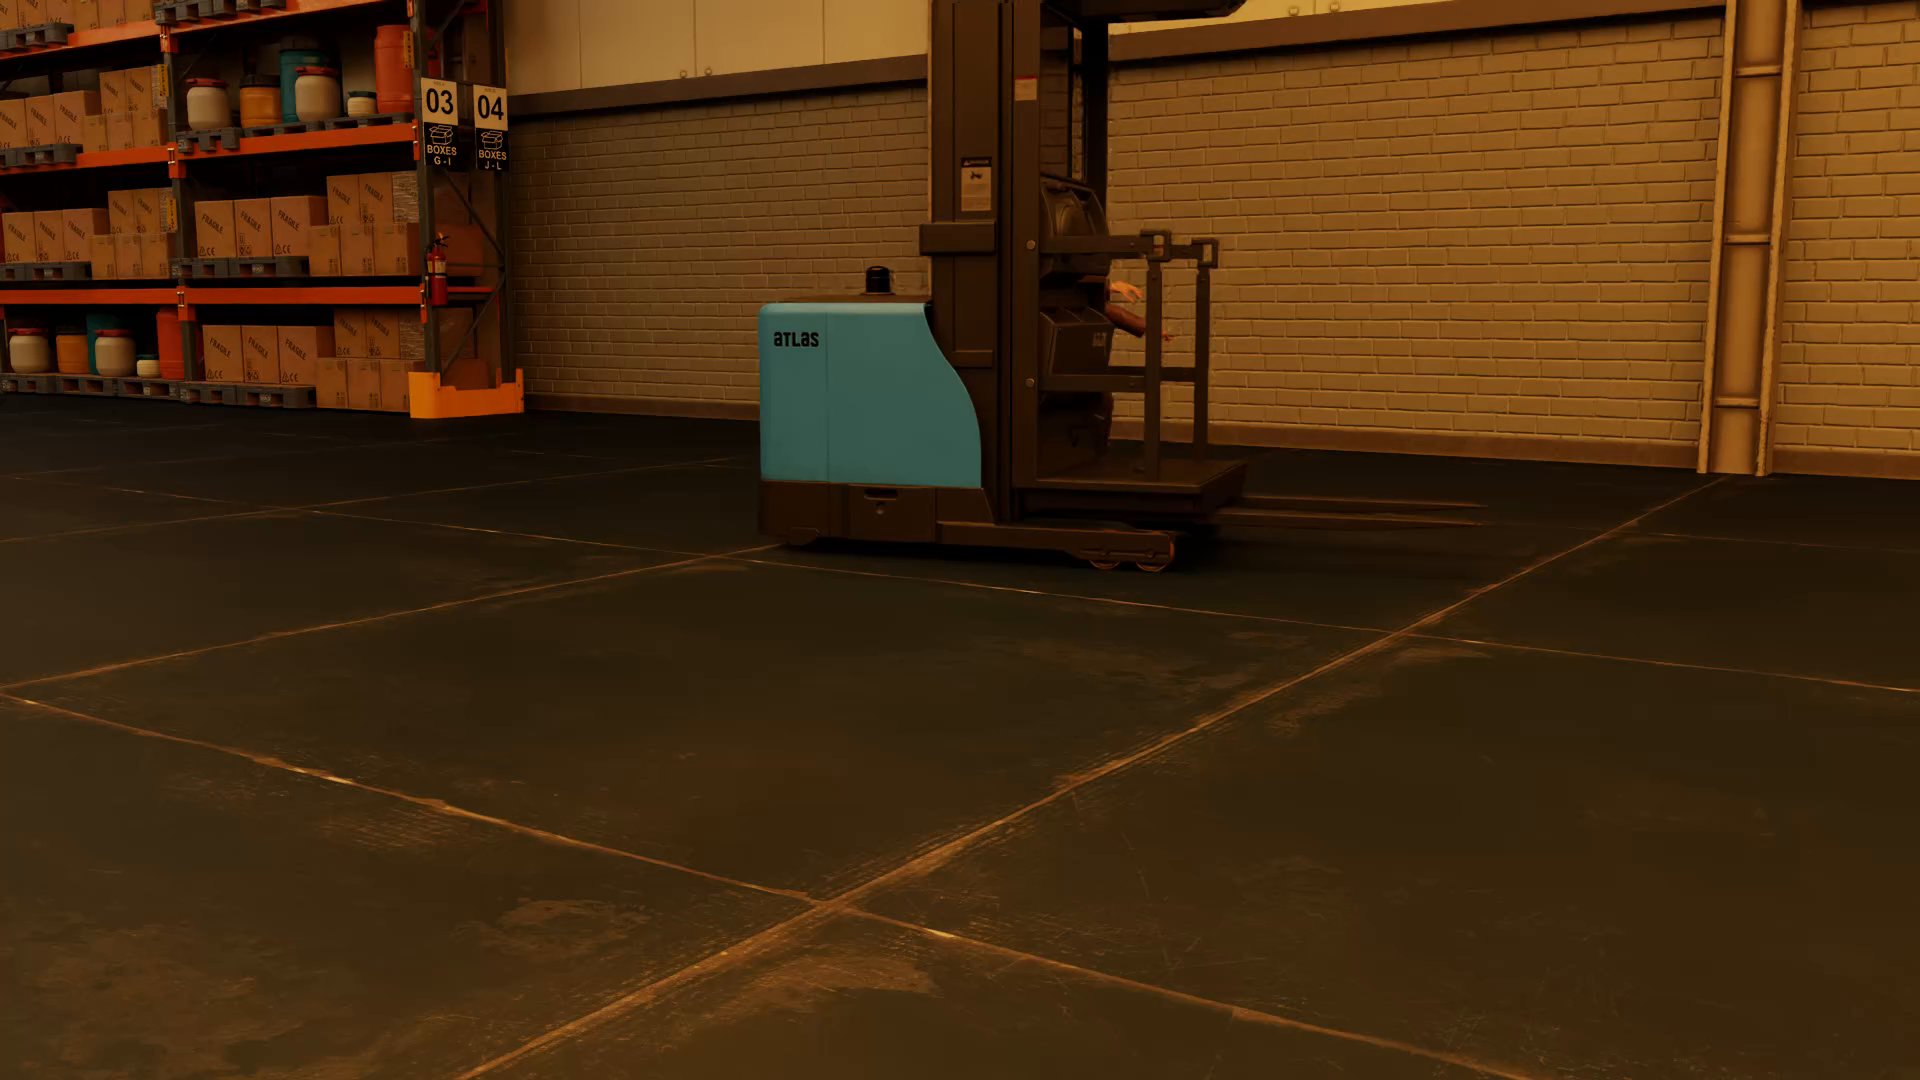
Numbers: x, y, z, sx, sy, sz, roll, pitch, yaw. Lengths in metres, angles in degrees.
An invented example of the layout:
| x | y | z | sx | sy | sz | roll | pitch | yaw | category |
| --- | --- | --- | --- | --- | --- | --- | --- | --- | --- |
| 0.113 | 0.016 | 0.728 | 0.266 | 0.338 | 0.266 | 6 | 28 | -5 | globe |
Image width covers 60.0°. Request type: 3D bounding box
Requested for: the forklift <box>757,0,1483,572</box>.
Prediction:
| x | y | z | sx | sy | sz | roll | pitch | yaw | category |
| --- | --- | --- | --- | --- | --- | --- | --- | --- | --- |
| 0.683 | -1.406 | 7.077 | 3.031 | 2.935 | 1.130 | 3 | 9 | 19 | forklift |

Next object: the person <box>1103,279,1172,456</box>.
| x | y | z | sx | sy | sz | roll | pitch | yaw | category |
| --- | --- | --- | --- | --- | --- | --- | --- | --- | --- |
| 0.766 | -0.983 | 9.258 | 1.203 | 1.531 | 0.917 | -4 | 9 | -27 | person |
